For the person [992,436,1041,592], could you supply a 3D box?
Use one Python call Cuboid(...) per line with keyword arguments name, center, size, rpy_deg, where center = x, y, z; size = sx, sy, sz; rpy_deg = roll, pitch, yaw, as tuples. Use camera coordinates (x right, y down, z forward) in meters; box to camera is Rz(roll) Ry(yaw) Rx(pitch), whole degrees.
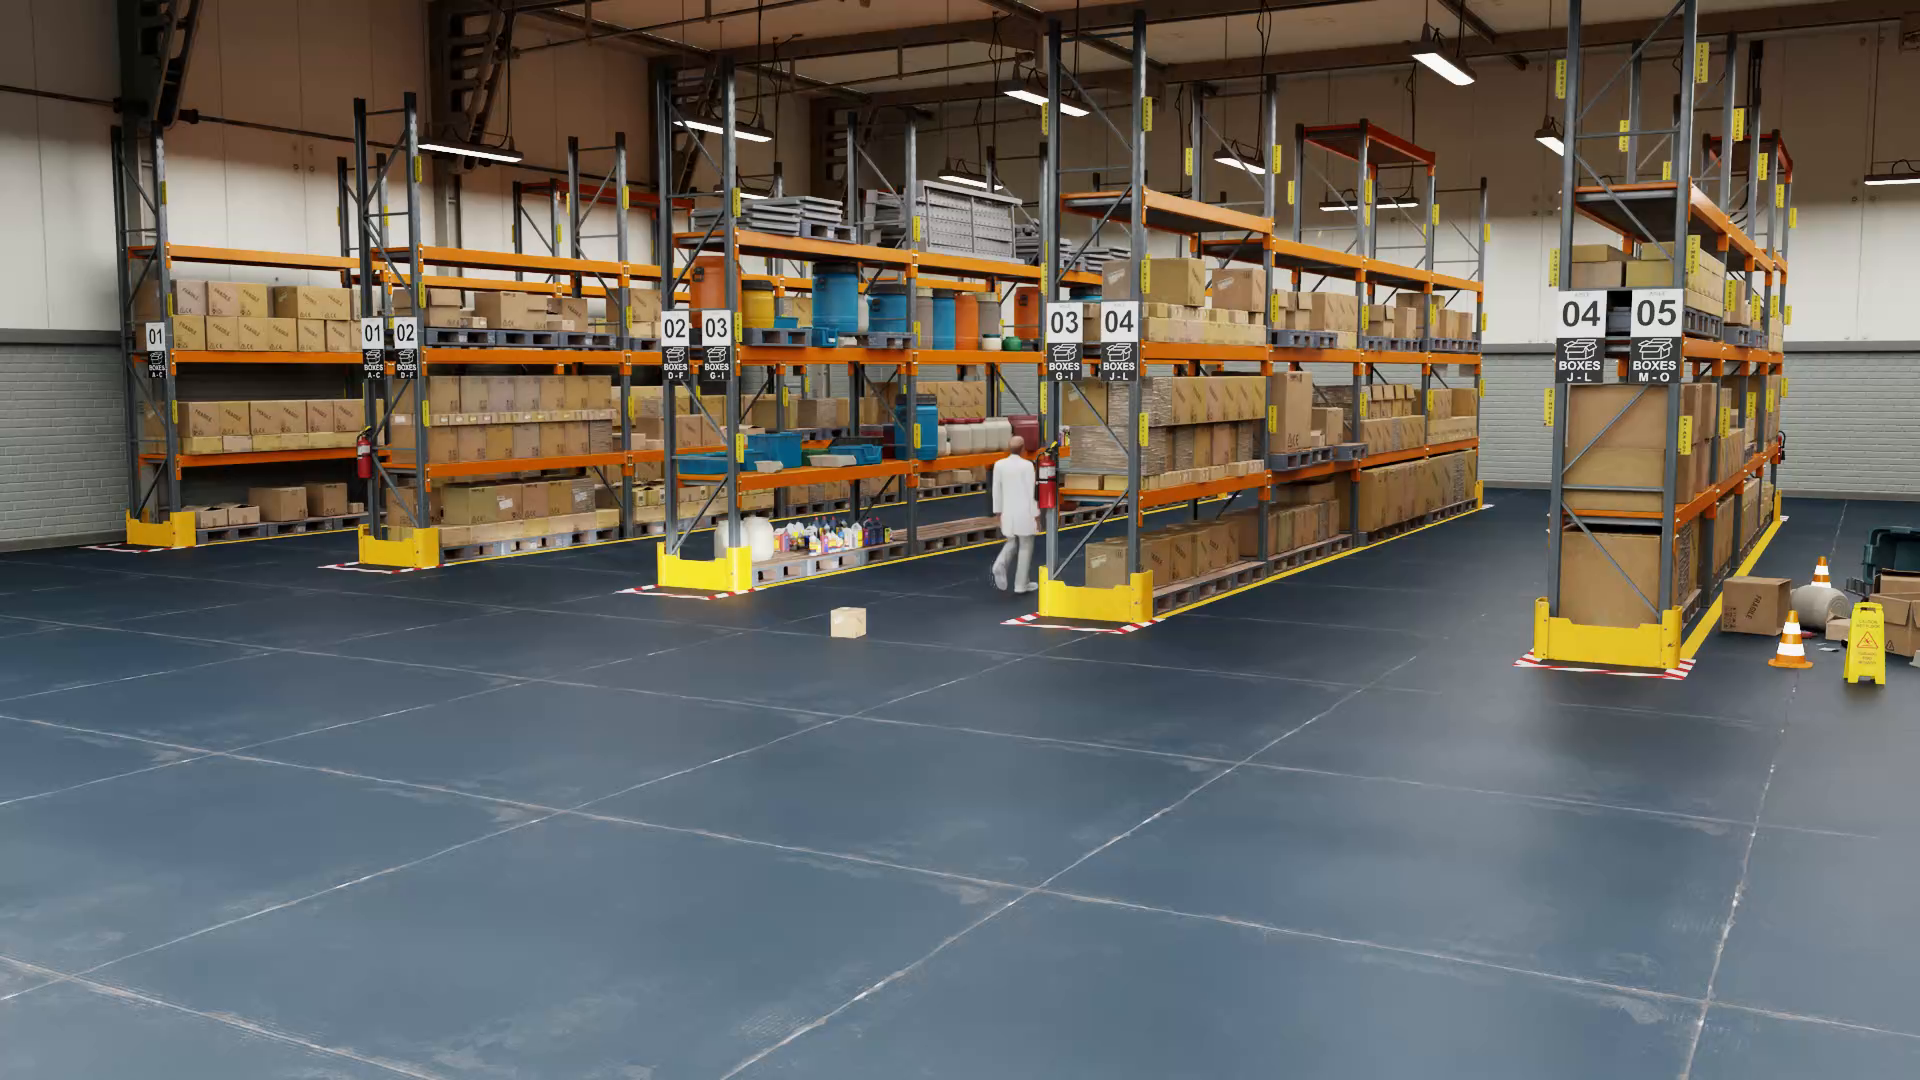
Cuboid(name="person", center=(0.637, -0.291, 18.706), size=(0.586, 1.765, 0.645), rpy_deg=(4, 7, 33))
